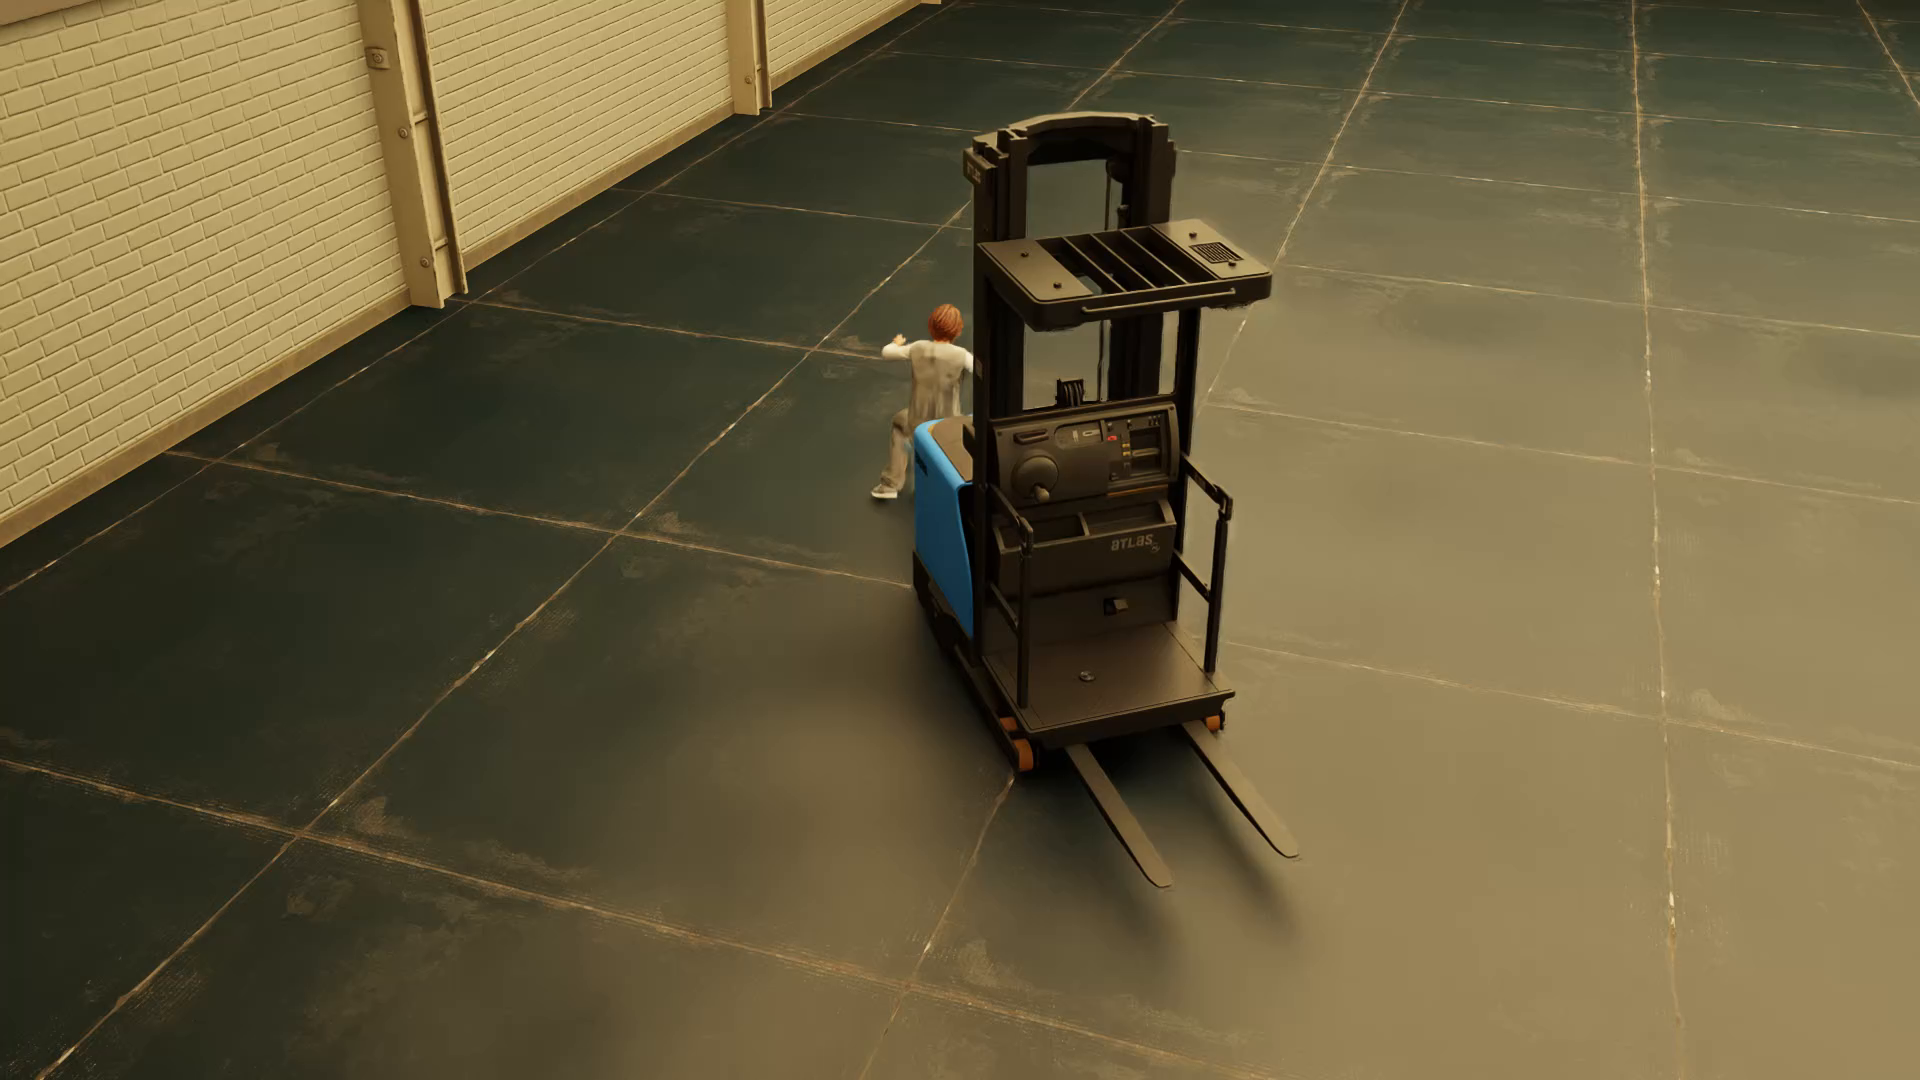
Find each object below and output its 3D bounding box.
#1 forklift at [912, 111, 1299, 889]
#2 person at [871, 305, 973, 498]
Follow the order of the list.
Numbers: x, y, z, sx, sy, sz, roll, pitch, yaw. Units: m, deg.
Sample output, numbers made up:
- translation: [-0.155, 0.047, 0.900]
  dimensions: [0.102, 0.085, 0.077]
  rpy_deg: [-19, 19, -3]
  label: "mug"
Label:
- translation: [0.682, -0.367, 7.779]
  dimensions: [1.130, 2.935, 3.031]
  rpy_deg: [-9, 31, -16]
  label: "forklift"
- translation: [-0.083, -0.771, 10.139]
  dimensions: [0.986, 1.295, 0.637]
  rpy_deg: [12, 32, 20]
  label: "person"
